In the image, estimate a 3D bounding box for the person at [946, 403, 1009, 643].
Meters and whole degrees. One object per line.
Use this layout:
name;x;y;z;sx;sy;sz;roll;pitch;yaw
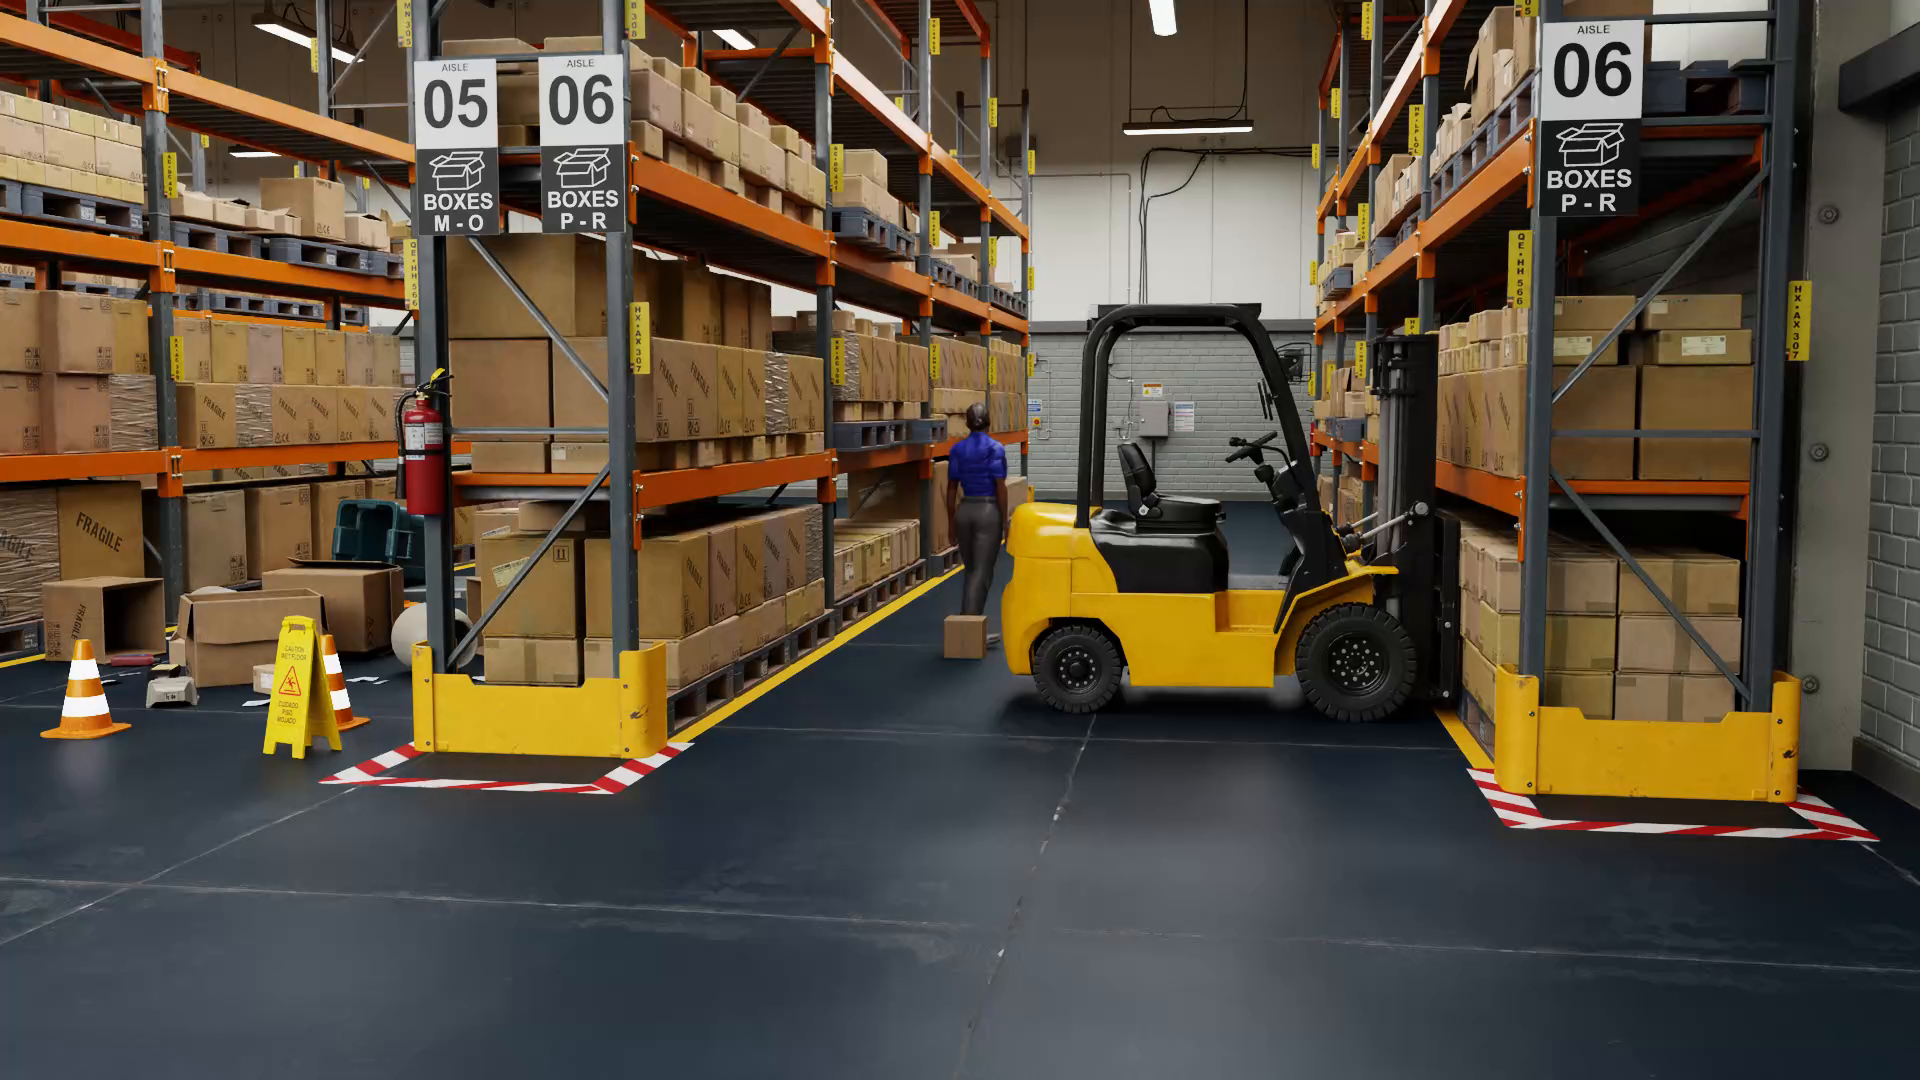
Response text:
person;0.108;-0.114;11.382;0.492;1.647;0.555;3;6;34
